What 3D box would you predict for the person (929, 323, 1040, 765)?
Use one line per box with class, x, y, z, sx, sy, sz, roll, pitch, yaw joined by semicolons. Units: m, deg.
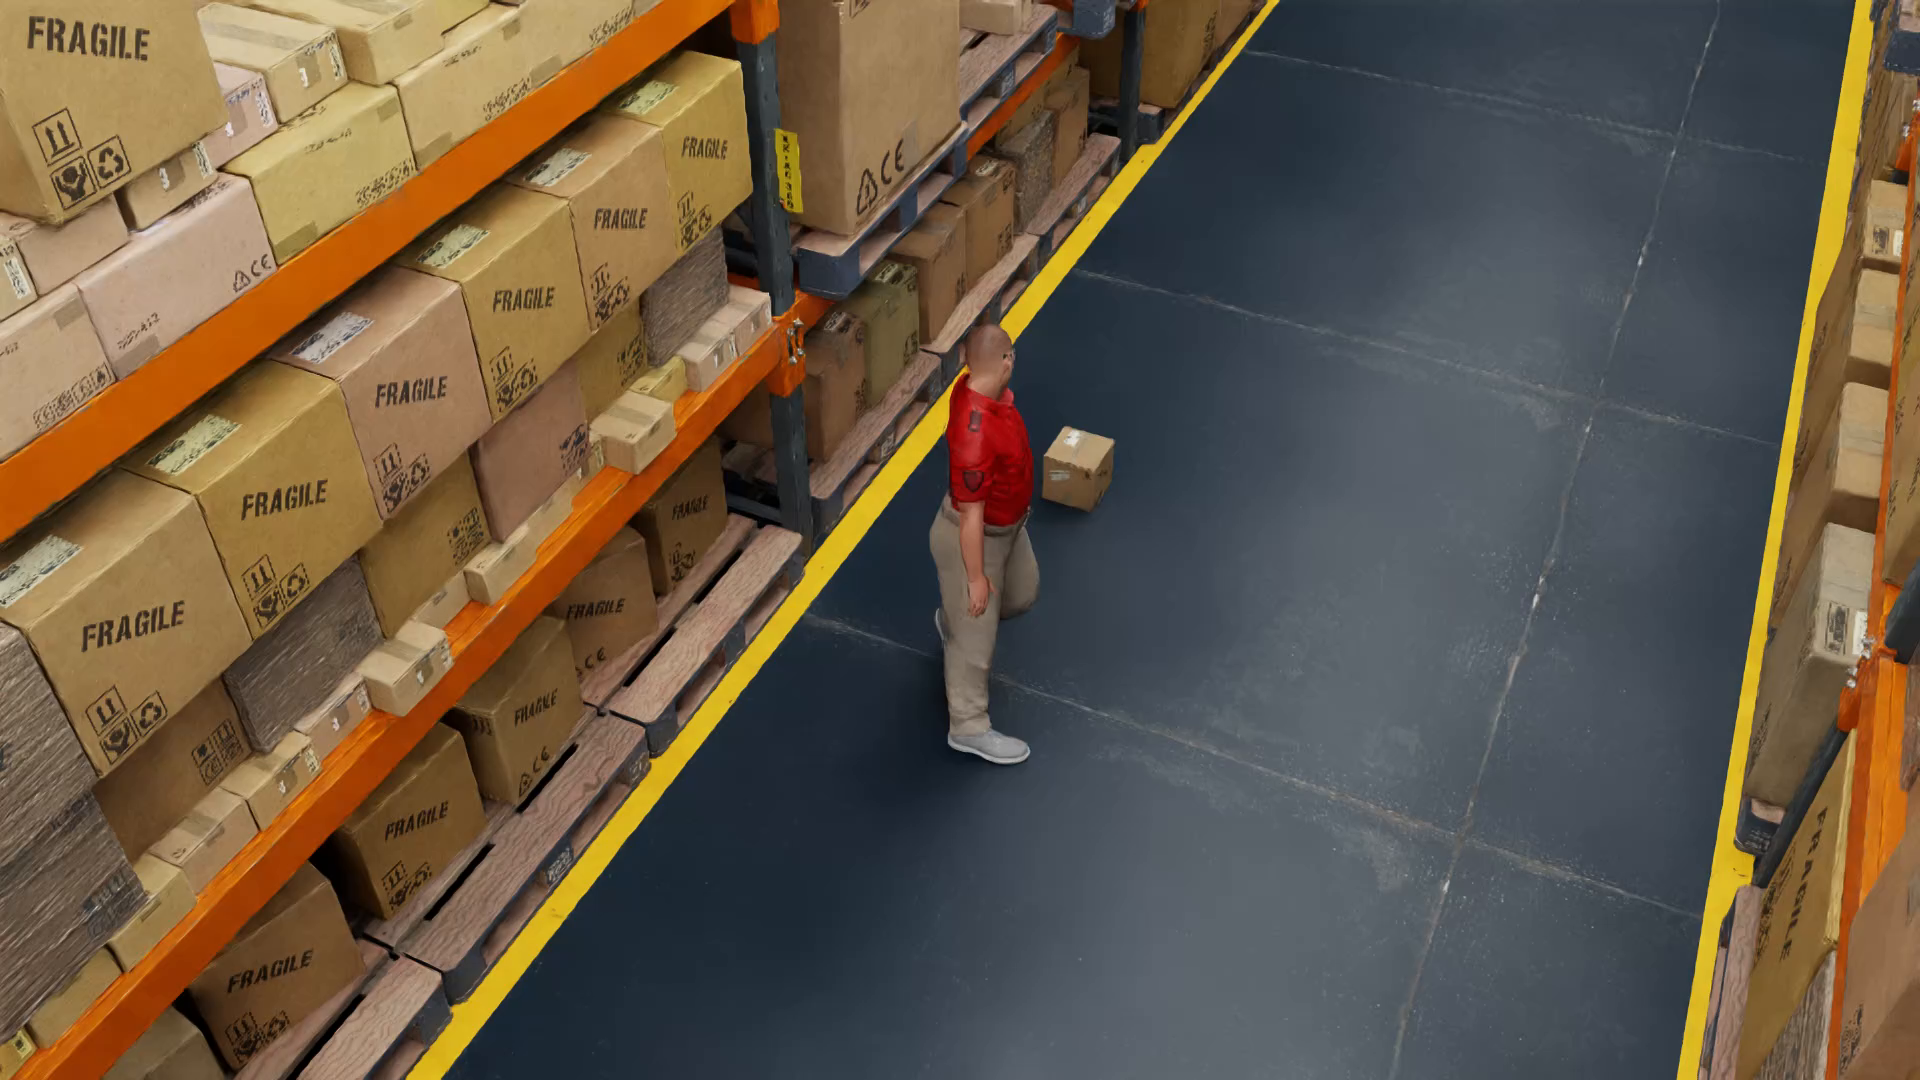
person;0.085;0.005;6.190;0.524;1.694;0.682;10;43;11
